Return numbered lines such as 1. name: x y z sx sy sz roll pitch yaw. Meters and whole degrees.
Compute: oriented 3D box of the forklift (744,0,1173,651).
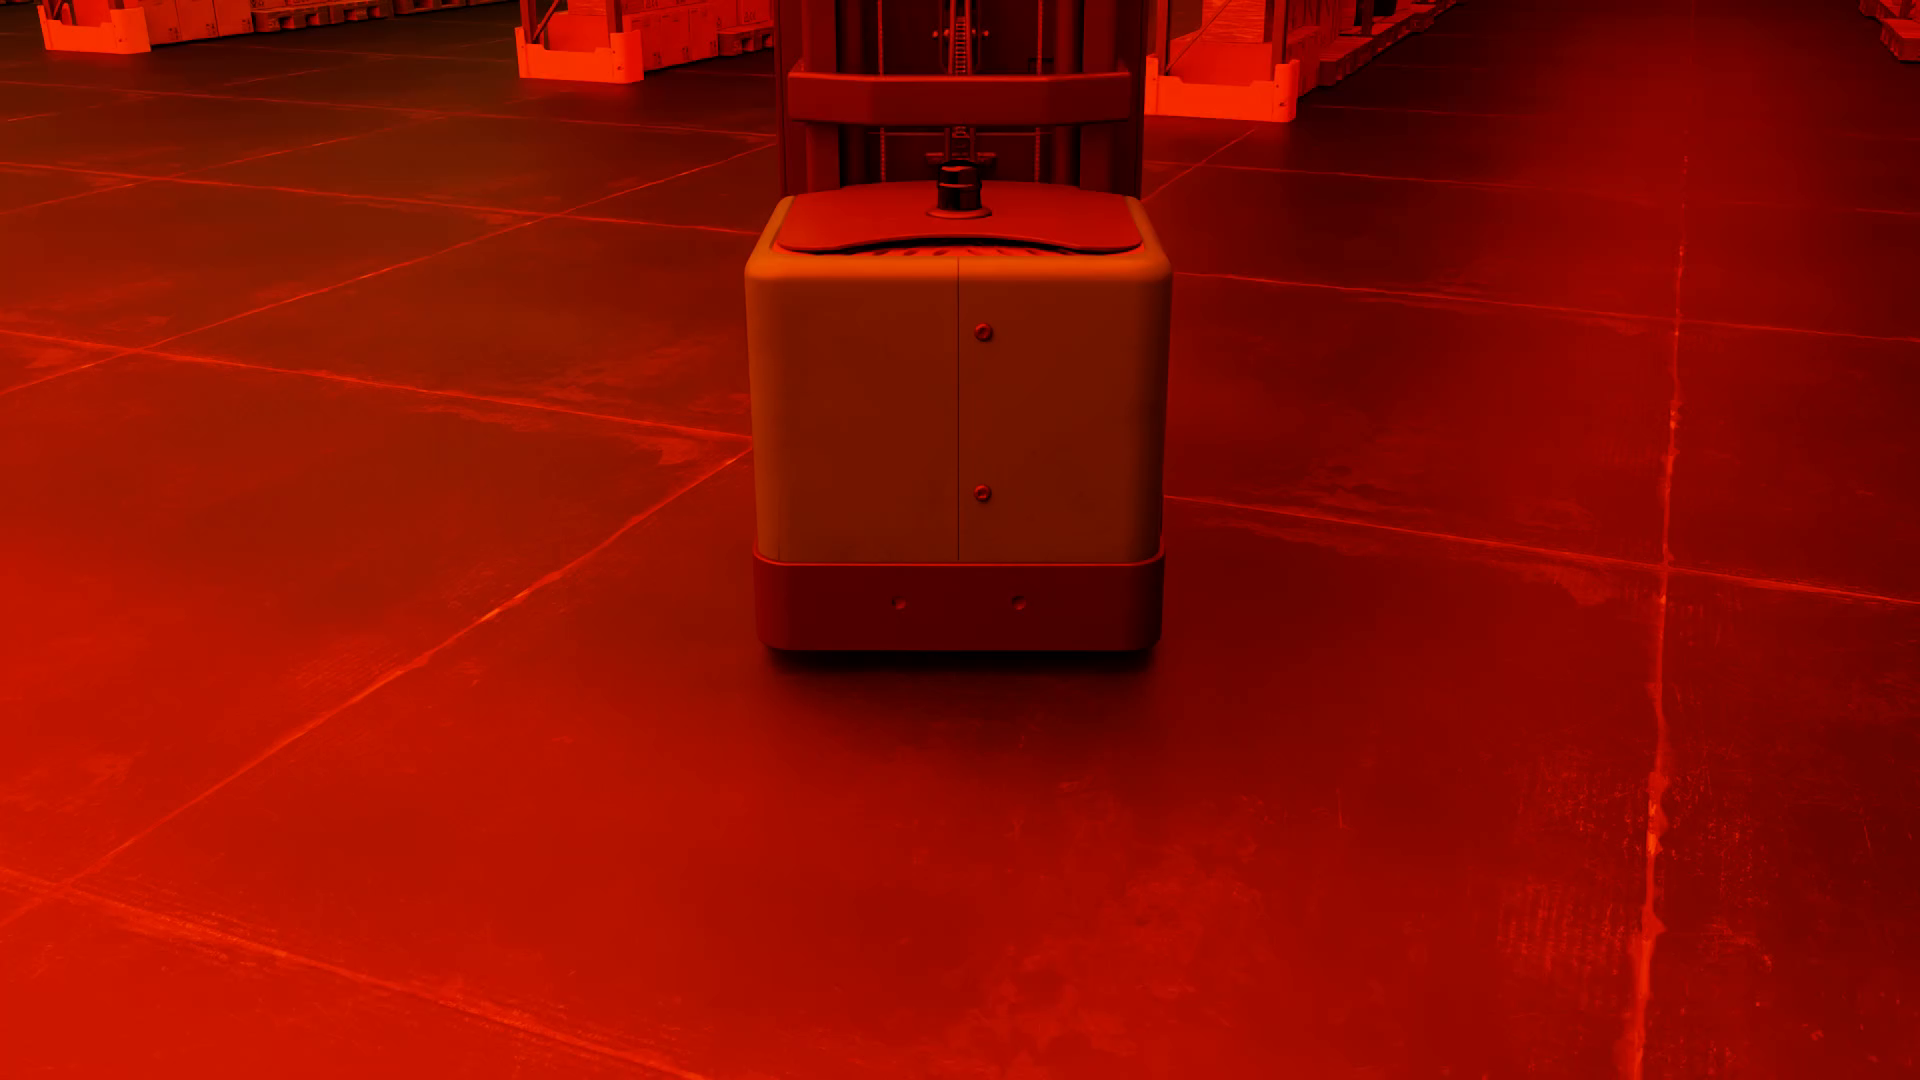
1. forklift: 0.002 -1.587 5.089 1.130 2.935 3.031 0 23 0
